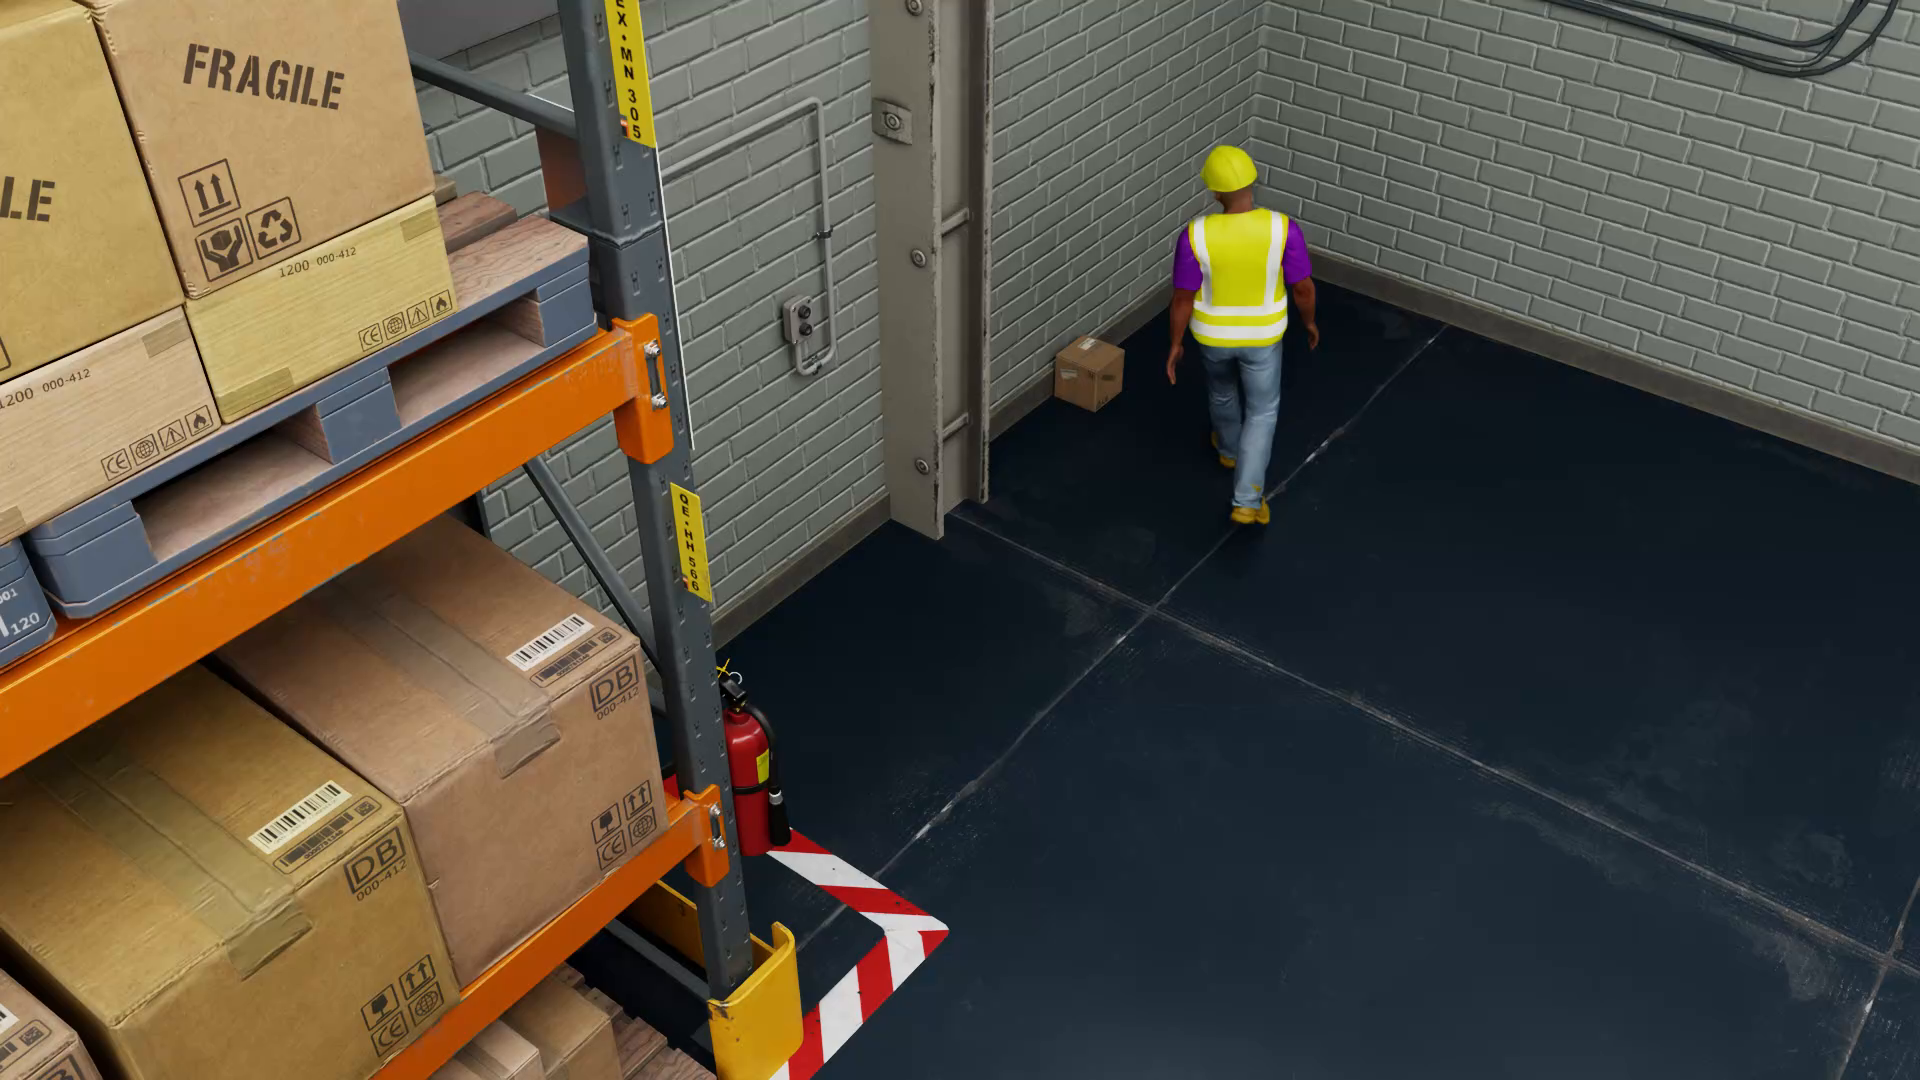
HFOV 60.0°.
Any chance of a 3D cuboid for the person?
[{"bbox_3d":[1.242,-0.908,7.279,0.655,1.725,0.949,7,39,9],"label":"person"}]
